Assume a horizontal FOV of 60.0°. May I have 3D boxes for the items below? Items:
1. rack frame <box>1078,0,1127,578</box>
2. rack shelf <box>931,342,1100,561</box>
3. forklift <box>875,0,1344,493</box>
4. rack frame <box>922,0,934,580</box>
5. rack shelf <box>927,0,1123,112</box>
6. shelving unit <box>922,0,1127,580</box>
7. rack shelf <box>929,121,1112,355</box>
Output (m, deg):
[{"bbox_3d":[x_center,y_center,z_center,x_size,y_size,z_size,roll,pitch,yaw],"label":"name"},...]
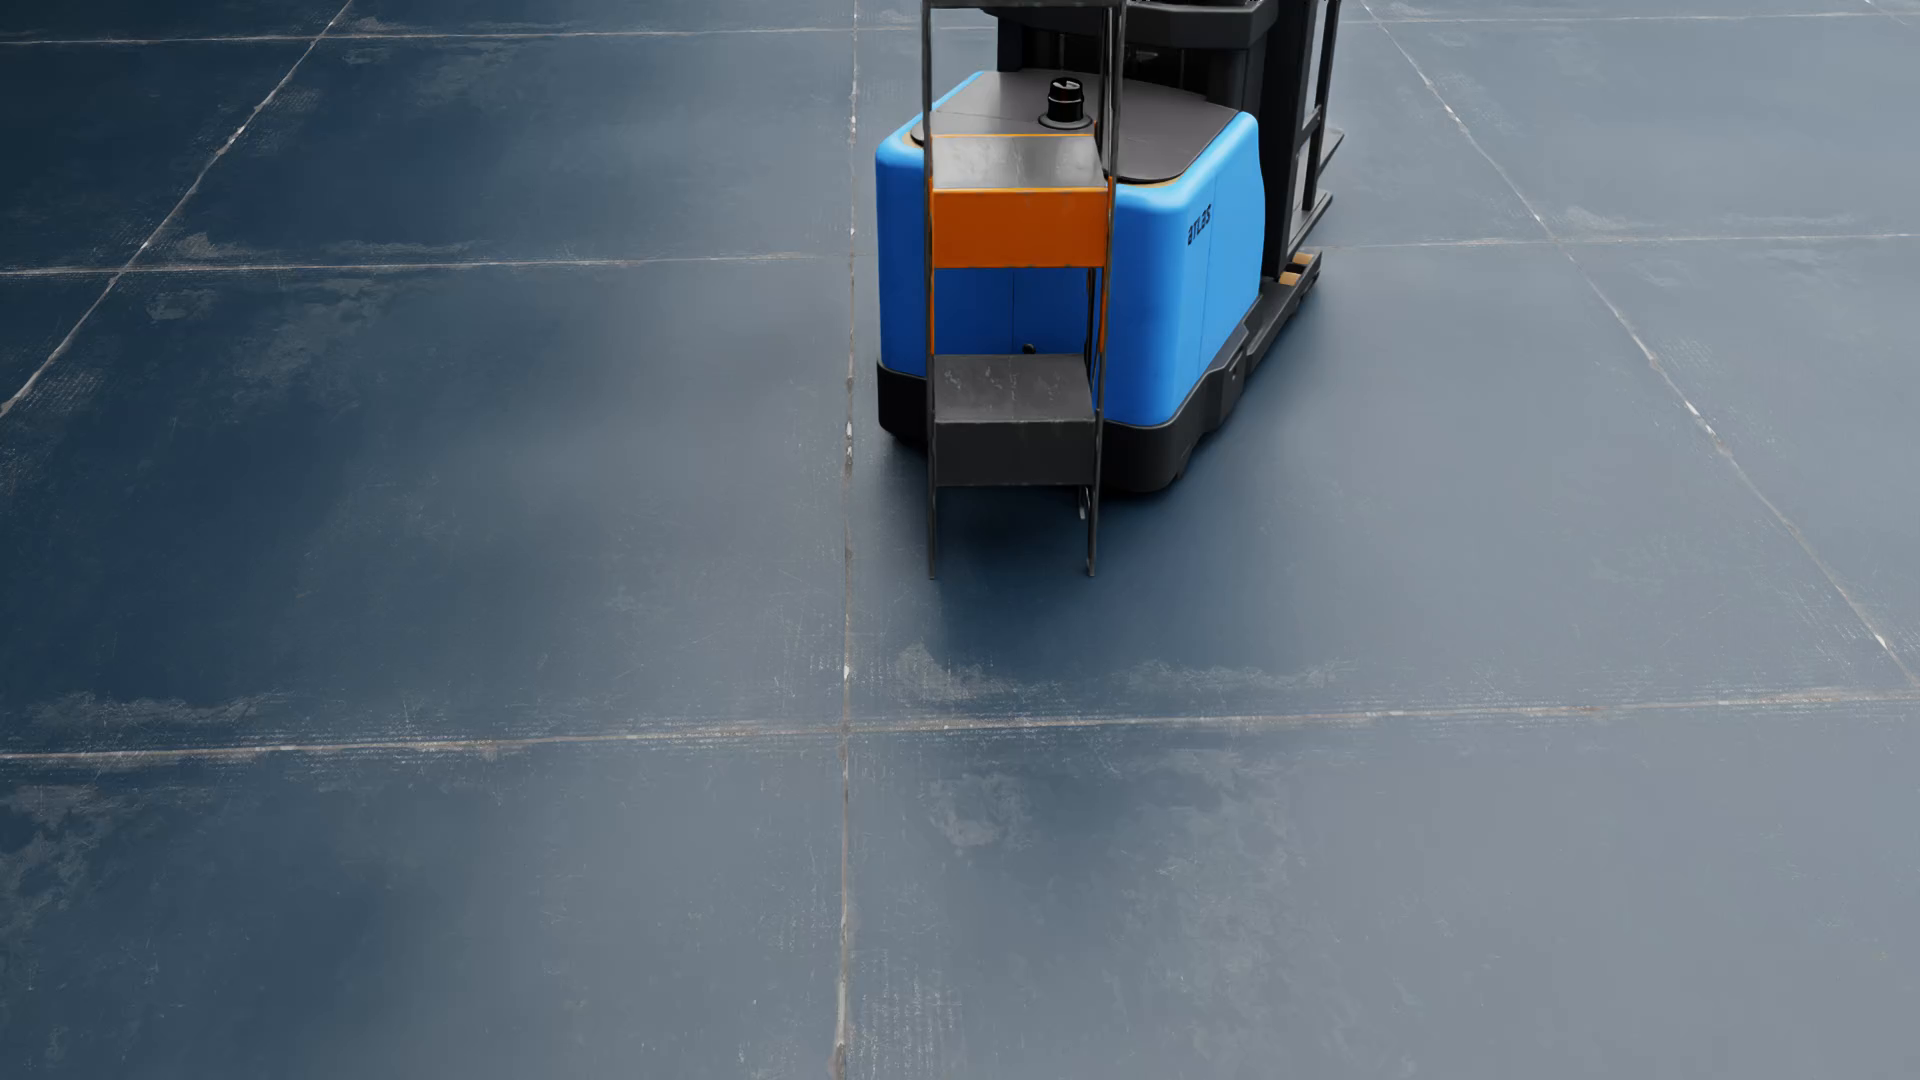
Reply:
[{"bbox_3d":[0.398,-0.861,4.649,0.015,2.100,0.400,-1,35,-1],"label":"rack frame"},{"bbox_3d":[0.154,-0.271,5.051,0.480,0.518,0.431,-1,35,-1],"label":"rack shelf"},{"bbox_3d":[0.798,-2.185,5.831,1.130,2.935,3.031,15,37,20],"label":"forklift"},{"bbox_3d":[-0.090,-0.854,4.639,0.015,2.100,0.400,-1,35,-1],"label":"rack frame"},{"bbox_3d":[0.154,-1.422,4.254,0.480,0.518,0.431,-1,35,-1],"label":"rack shelf"},{"bbox_3d":[0.154,-0.858,4.644,0.503,2.100,0.431,-1,35,-1],"label":"shelving unit"},{"bbox_3d":[0.154,-0.847,4.652,0.480,0.518,0.431,-1,35,-1],"label":"rack shelf"}]
